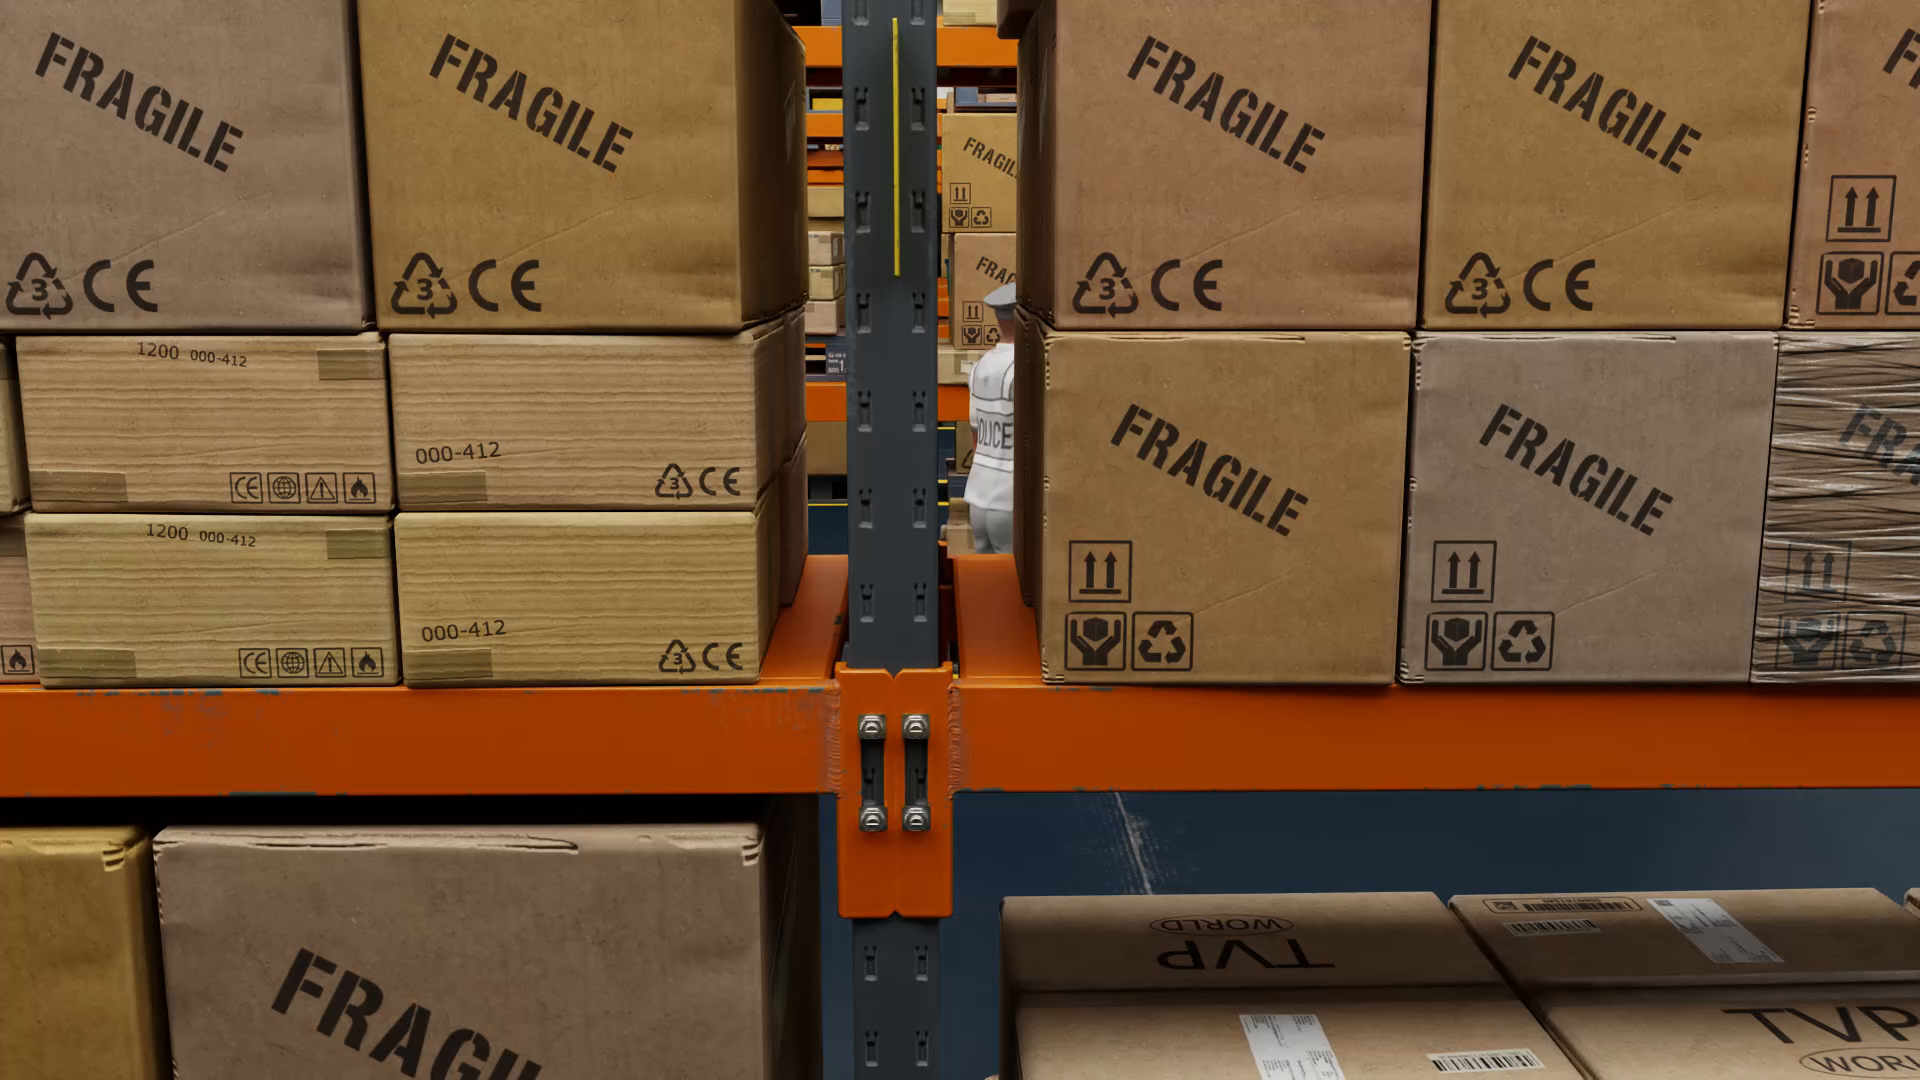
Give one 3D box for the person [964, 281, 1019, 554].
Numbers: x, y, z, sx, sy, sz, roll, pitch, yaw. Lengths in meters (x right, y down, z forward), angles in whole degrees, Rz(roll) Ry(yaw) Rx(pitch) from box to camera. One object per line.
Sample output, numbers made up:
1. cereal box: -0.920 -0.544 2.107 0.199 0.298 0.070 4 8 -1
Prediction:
1. person: 0.239 -0.107 6.309 0.402 1.773 0.588 -4 11 -21
